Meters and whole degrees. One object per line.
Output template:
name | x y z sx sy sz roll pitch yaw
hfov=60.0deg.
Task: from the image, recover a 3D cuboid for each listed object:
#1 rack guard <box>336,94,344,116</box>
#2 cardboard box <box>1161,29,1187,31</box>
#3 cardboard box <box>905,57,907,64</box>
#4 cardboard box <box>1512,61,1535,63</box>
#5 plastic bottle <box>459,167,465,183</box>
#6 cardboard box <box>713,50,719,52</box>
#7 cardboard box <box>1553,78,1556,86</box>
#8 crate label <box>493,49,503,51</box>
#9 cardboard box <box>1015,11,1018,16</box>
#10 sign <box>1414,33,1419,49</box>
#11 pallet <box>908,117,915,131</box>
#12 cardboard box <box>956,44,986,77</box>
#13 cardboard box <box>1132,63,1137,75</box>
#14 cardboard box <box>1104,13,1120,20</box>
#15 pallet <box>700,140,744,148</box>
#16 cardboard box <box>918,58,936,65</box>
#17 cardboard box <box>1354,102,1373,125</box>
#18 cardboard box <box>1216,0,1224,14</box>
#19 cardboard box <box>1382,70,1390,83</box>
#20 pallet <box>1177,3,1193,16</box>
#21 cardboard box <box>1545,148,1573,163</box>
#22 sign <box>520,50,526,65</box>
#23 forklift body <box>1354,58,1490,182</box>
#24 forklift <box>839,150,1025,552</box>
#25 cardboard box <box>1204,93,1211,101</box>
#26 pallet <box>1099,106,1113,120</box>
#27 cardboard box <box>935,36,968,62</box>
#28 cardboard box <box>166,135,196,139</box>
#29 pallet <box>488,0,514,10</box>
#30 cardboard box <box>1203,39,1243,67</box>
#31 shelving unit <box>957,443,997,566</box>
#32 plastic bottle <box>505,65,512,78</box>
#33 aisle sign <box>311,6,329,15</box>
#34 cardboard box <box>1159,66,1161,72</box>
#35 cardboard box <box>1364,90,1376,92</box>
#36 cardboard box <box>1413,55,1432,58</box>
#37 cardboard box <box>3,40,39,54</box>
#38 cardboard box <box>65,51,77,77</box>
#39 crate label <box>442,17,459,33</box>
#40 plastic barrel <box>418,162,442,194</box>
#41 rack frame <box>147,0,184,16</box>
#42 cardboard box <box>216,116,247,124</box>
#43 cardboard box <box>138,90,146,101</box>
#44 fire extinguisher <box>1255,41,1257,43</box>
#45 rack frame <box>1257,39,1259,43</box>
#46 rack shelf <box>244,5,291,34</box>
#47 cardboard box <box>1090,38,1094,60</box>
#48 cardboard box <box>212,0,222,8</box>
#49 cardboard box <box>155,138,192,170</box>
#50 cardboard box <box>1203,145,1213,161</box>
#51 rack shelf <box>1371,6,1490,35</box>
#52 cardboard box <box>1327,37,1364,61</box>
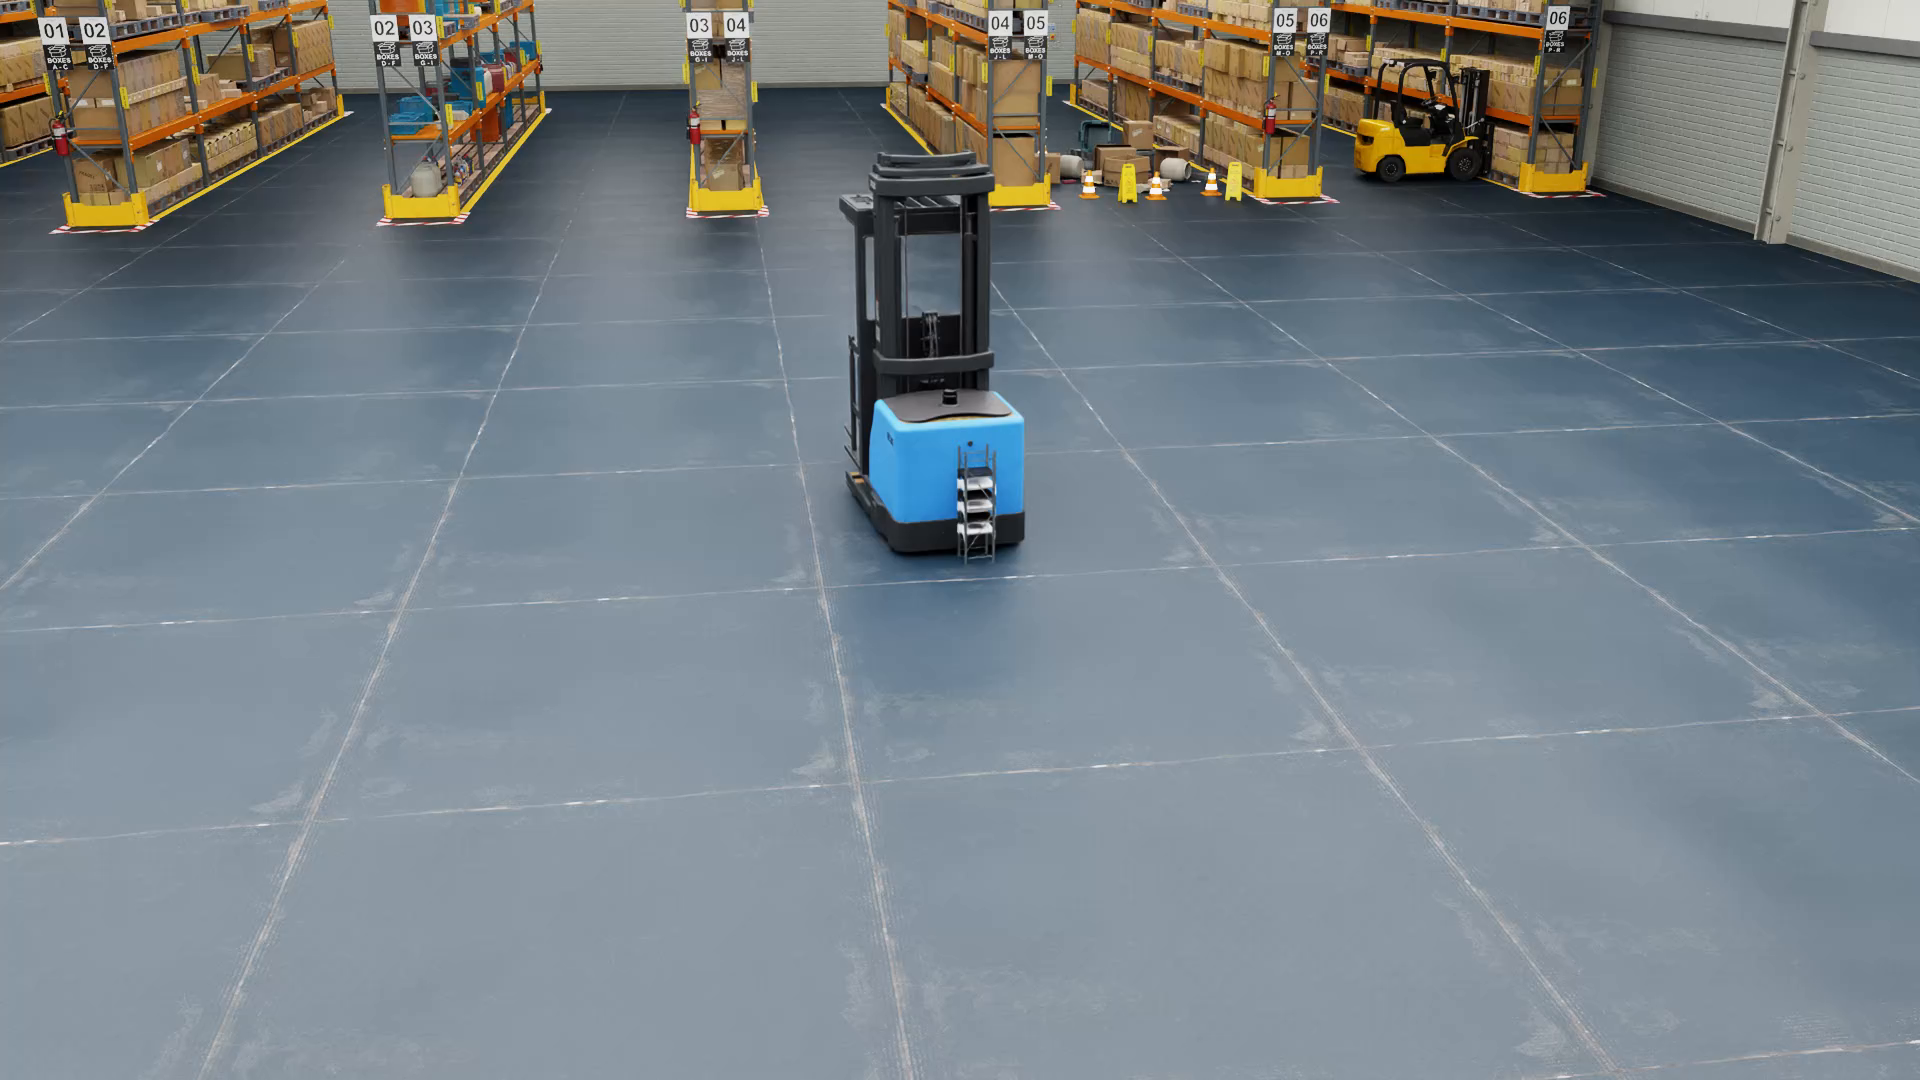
rack guard | -16.061 -10.866 41.595 1.175 0.500 0.348 -3 21 -8
cardboard box | 4.781 -11.162 37.241 0.500 0.500 0.500 -3 21 -8
cardboard box | -1.054 -11.042 38.253 0.380 0.149 0.250 -3 21 -7
cardboard box | 10.682 -9.019 31.582 0.380 0.149 0.250 -2 21 -6
plastic bottle | -8.880 -6.497 29.595 0.097 0.271 0.097 0 20 0
cardboard box | -4.497 -8.374 29.354 0.500 0.500 0.500 -3 21 -8
cardboard box | 10.865 -8.337 30.181 0.380 0.149 0.250 -3 21 -8
crate label | -11.460 -12.160 41.639 0.416 0.233 0.303 -3 21 -8
cardboard box | 1.155 -9.078 28.564 0.380 0.149 0.250 -3 21 -8
sign | 10.151 -11.115 37.034 0.100 0.325 0.005 -3 21 -8
pallet | -0.656 -9.816 39.197 1.003 0.211 1.213 -3 21 -8
cardboard box | 0.403 -9.069 31.453 0.875 0.550 0.550 -3 21 -8
cardboard box | 4.216 -10.735 37.885 0.500 0.250 0.500 -3 21 -8
cardboard box | 3.744 -12.857 40.853 0.380 0.149 0.250 -3 21 -8
pallet | -5.004 -8.215 34.910 1.003 0.211 1.213 -3 21 -8
cardboard box | -0.714 -10.374 36.038 0.380 0.149 0.250 -2 21 -7
cardboard box | 9.329 -9.705 37.885 0.500 0.500 0.500 -2 21 -6
cardboard box | 5.144 -10.037 31.304 0.500 0.250 0.500 -3 21 -8
cardboard box | 9.492 -10.133 36.274 0.500 0.250 0.500 -3 21 -9
pallet | 5.132 -10.802 33.833 1.213 0.211 1.003 -3 21 -8
cardboard box | 10.893 -7.090 30.527 0.500 0.250 0.500 -3 21 -7
sign | -10.049 -11.084 38.210 0.100 0.325 0.005 -3 21 -8
forklift body | 8.677 -7.941 31.403 2.313 2.155 1.214 -3 21 -8
forklift | -0.360 -1.761 13.741 1.130 2.935 3.031 -5 21 -14
cardboard box | 4.996 -8.664 32.485 0.380 0.149 0.250 -3 21 -8
pallet | 4.082 -10.638 41.396 1.003 0.211 1.213 -3 21 -8
cardboard box | -0.138 -10.367 35.113 0.700 0.500 0.500 -3 21 -8
cardboard box | -14.835 -7.559 31.695 0.500 0.311 0.500 -3 21 -8
pallet | -10.217 -11.585 35.930 1.003 0.211 1.213 -3 21 -8
cardboard box | 5.117 -9.398 32.095 0.700 0.500 0.500 -3 21 -8
shelving unit | 0.125 -0.266 12.641 0.258 0.900 0.210 -5 21 -14
plastic bottle | -10.091 -10.448 37.080 0.152 0.276 0.135 -3 21 -8
aisle sign | -15.779 -13.321 40.878 0.394 0.787 0.004 -3 21 -8
cardboard box | 4.554 -10.249 36.129 0.380 0.149 0.250 -4 21 -11
cardboard box | 9.676 -10.432 38.904 0.380 0.149 0.250 -3 21 -9
cardboard box | 9.697 -10.057 34.787 0.380 0.149 0.250 -3 21 -7
cardboard box | -19.939 -10.471 35.297 0.500 0.250 0.500 -3 21 -7
cardboard box | -20.459 -10.757 37.301 0.980 0.700 0.700 -3 21 -7
crate label | -8.806 -8.773 28.343 0.502 0.251 0.408 -3 21 -8
plastic barrel | -9.106 -6.201 28.488 0.421 0.512 0.421 0 20 0
rack frame | -14.342 -10.719 29.055 1.000 3.000 0.127 -3 21 -8
cardboard box | -15.286 -8.641 35.008 0.500 0.500 0.500 -2 21 -6
cardboard box | -13.759 -7.379 27.615 0.380 0.149 0.250 -4 21 -10
fire extinguisher | 7.971 -13.130 44.727 0.296 0.674 0.183 -3 21 -8
rack frame | 8.449 -13.313 44.575 1.000 3.000 0.127 -3 21 -8
rack shelf | -15.207 -11.054 35.267 1.077 0.370 4.000 -3 21 -8
cardboard box | 3.568 -12.405 41.999 0.500 0.500 0.500 -2 21 -6
cardboard box | -14.704 -10.491 32.344 0.500 0.250 0.500 -2 21 -6
cardboard box | -13.998 -6.846 29.515 0.500 0.500 0.500 -3 21 -8
cardboard box | 5.086 -7.598 32.601 0.500 0.250 0.500 -4 21 -10
rack shelf | 9.891 -10.919 34.906 1.077 0.370 4.000 -3 21 -8
cardboard box | 9.062 -11.542 39.089 0.700 0.500 0.500 -3 21 -8
